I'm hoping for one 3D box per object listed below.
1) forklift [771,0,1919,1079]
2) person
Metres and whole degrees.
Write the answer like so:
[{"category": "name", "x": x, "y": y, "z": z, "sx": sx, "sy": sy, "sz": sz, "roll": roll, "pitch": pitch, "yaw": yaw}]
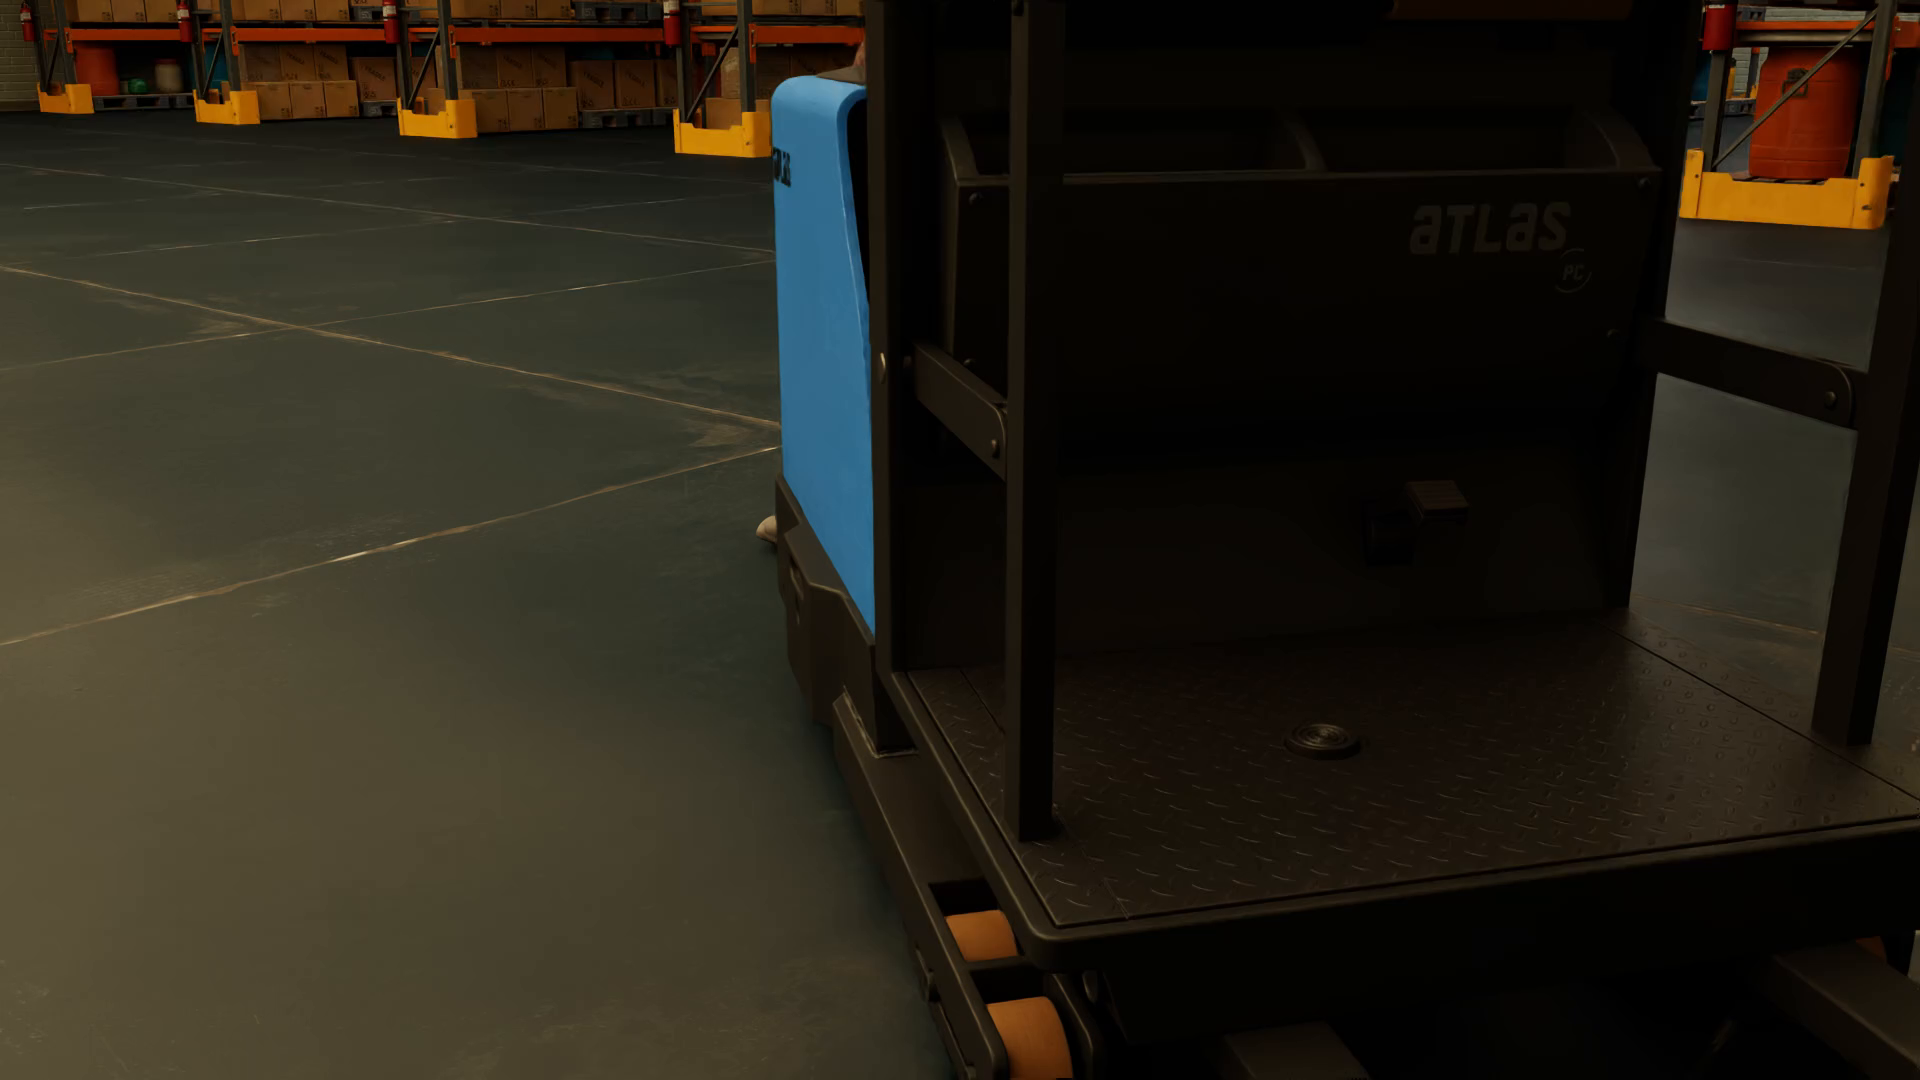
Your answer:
[{"category": "forklift", "x": 0.484, "y": -0.868, "z": 1.754, "sx": 1.130, "sy": 2.935, "sz": 3.031, "roll": -4, "pitch": 17, "yaw": -13}, {"category": "person", "x": -0.062, "y": -0.745, "z": 3.646, "sx": 0.696, "sy": 1.582, "sz": 0.582, "roll": 13, "pitch": 21, "yaw": 37}]
